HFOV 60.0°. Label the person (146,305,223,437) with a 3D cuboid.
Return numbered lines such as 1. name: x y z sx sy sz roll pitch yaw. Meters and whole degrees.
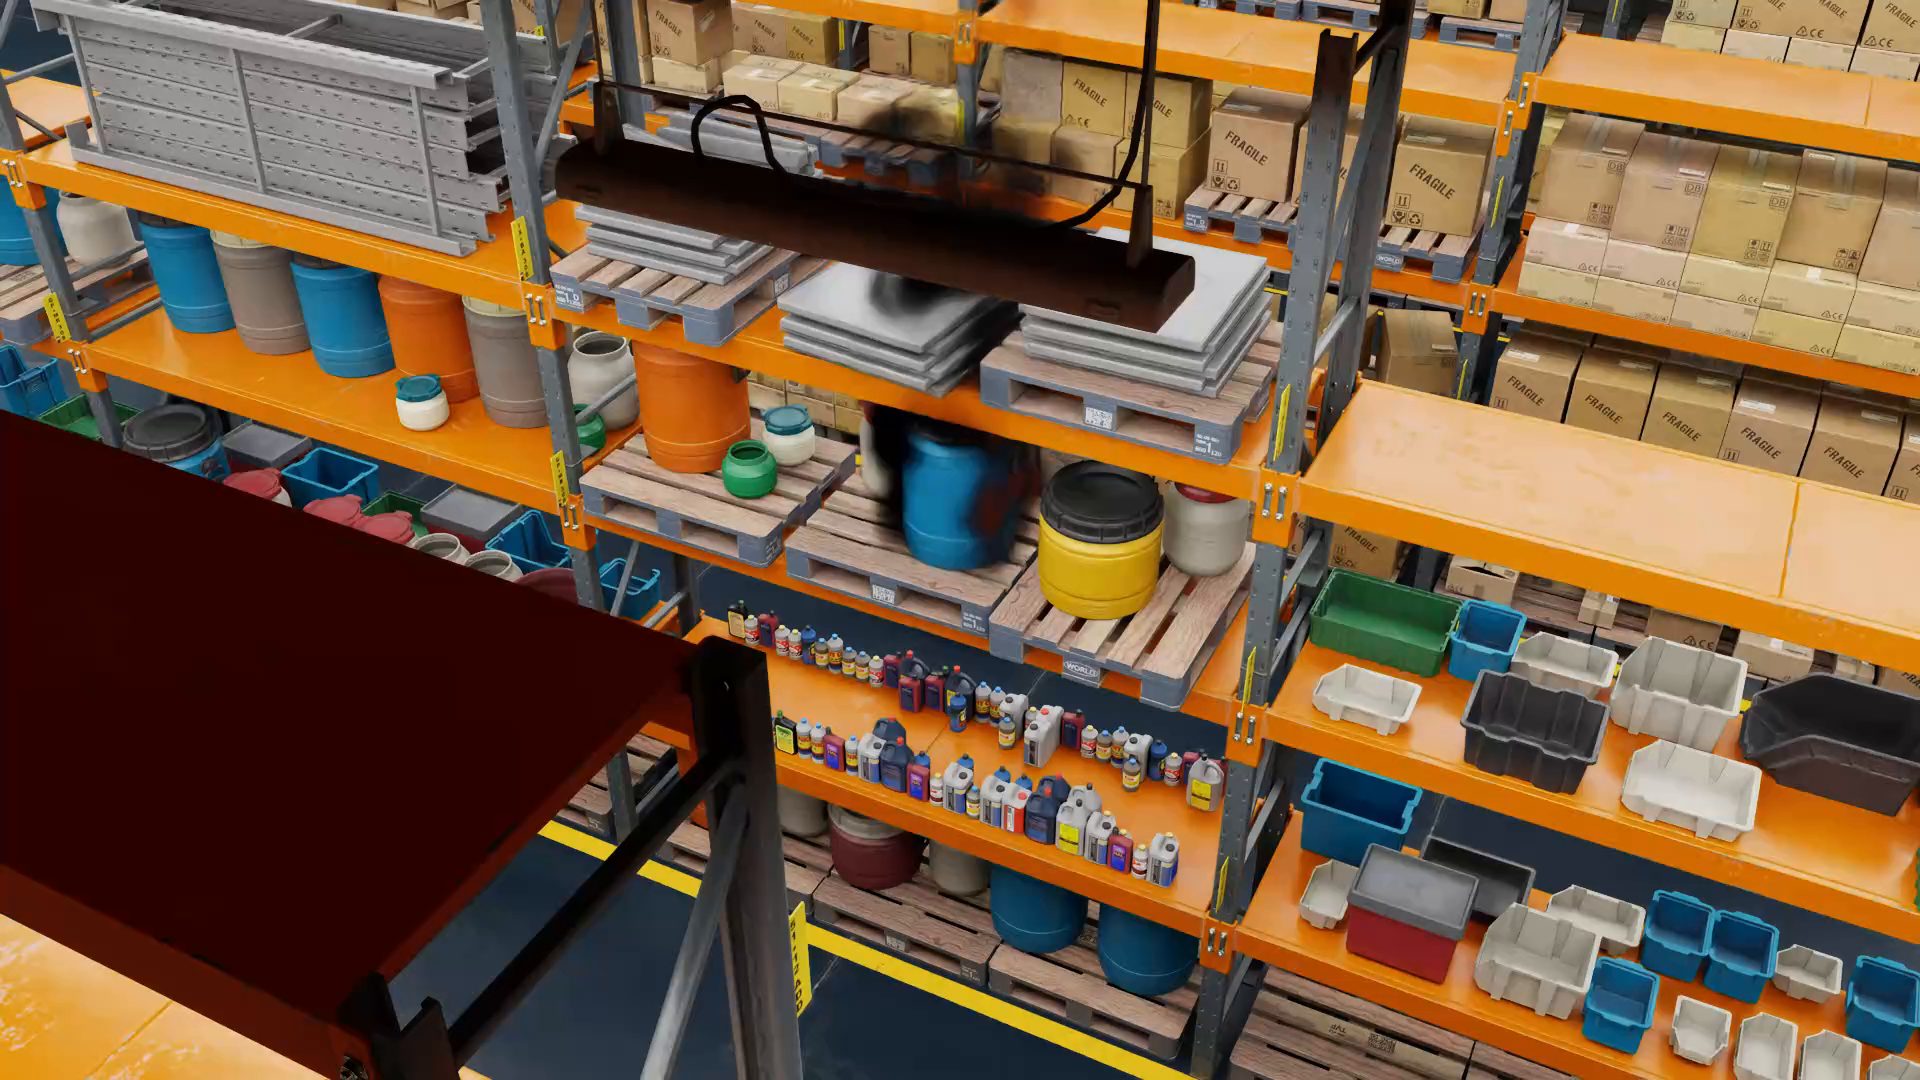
1. person: -6.705 -1.261 14.385 0.710 1.565 0.558 18 39 24
